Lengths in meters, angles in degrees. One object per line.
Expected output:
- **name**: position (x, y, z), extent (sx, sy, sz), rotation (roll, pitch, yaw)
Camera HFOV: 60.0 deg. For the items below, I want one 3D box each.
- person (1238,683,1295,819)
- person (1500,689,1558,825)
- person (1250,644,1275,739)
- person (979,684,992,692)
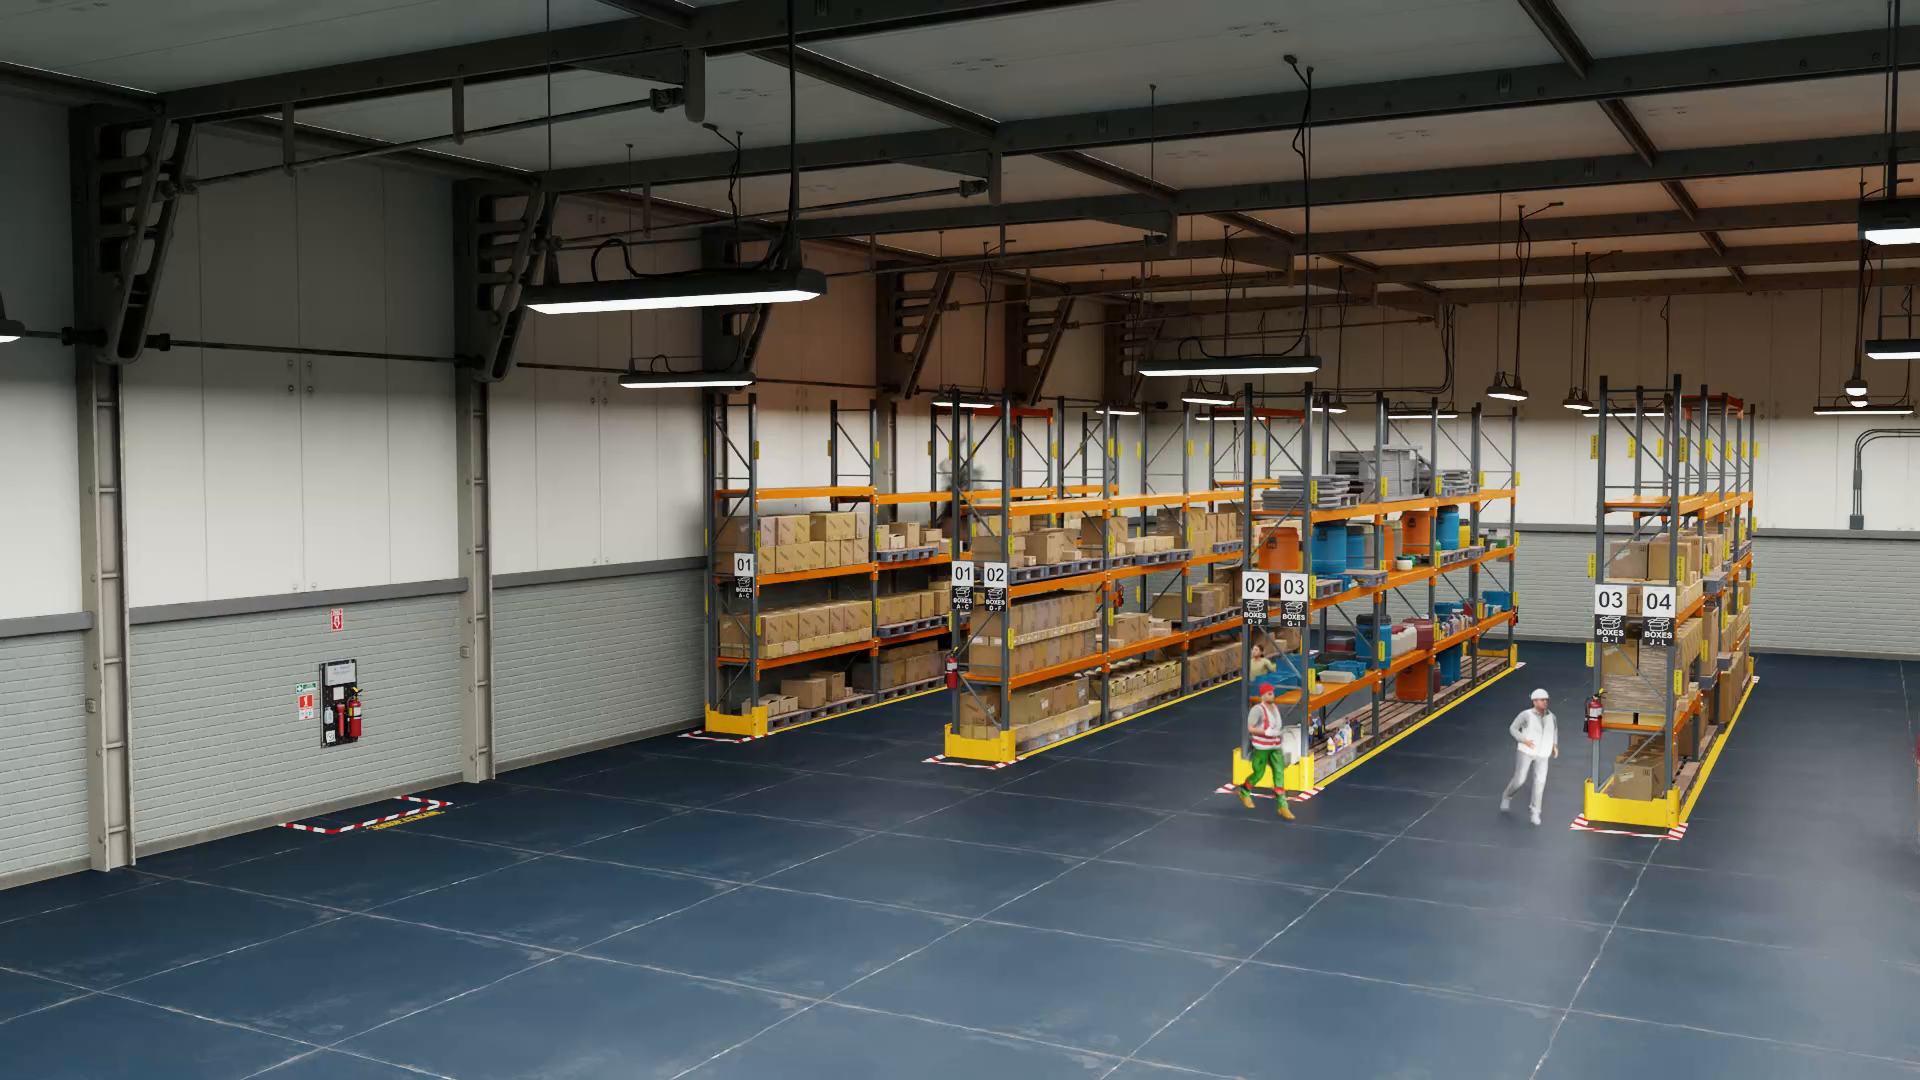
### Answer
- **person**: position (4.186, 2.852, 22.725), extent (0.668, 1.796, 0.977), rotation (-2, 4, -31)
- **person**: position (7.800, 2.901, 22.522), extent (0.726, 1.750, 0.950), rotation (0, 3, -1)
- **person**: position (5.224, 2.626, 29.015), extent (0.577, 1.642, 0.580), rotation (2, 4, 35)
- **person**: position (0.501, 2.428, 30.979), extent (0.707, 1.798, 1.049), rotation (1, 3, 19)
